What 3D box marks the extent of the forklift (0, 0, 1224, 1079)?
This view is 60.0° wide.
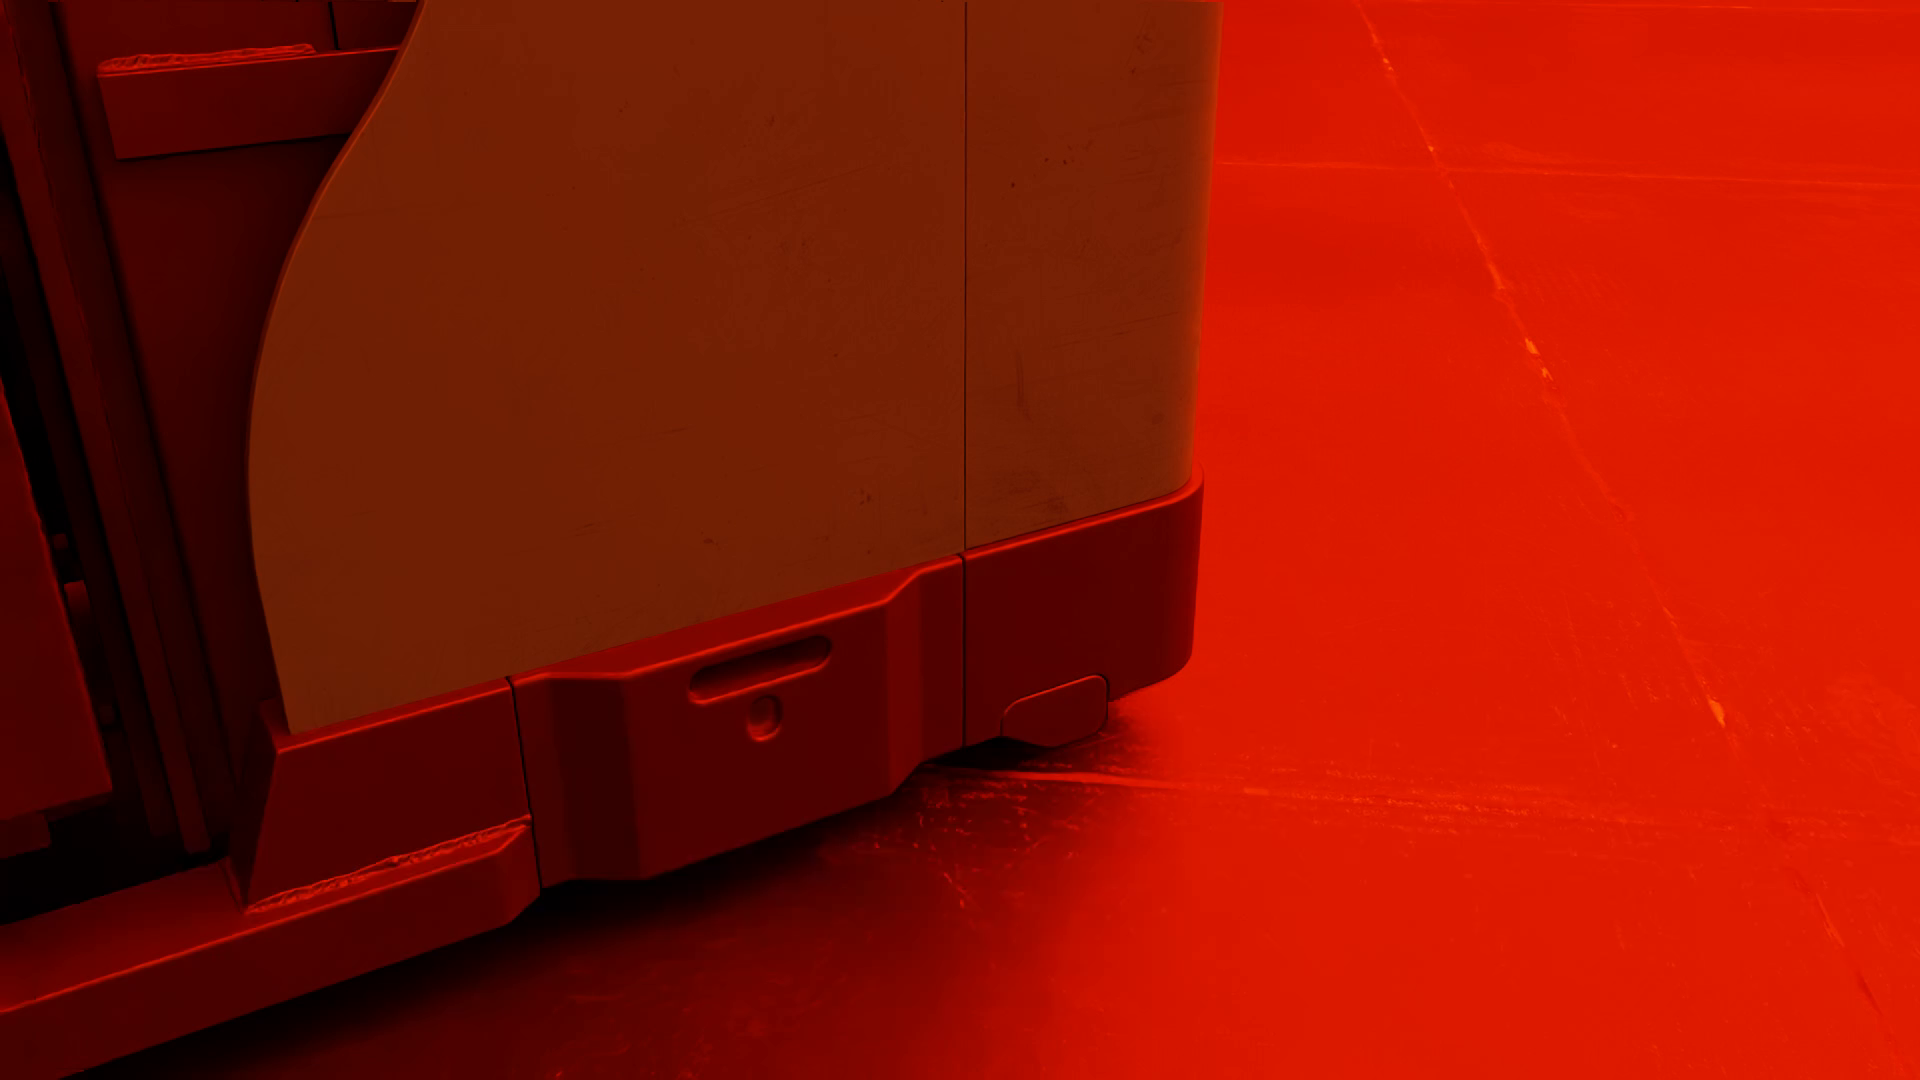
[{"bbox_3d":[-1.239,-0.951,1.123,3.031,2.935,1.130,-15,30,-28],"label":"forklift"}]
